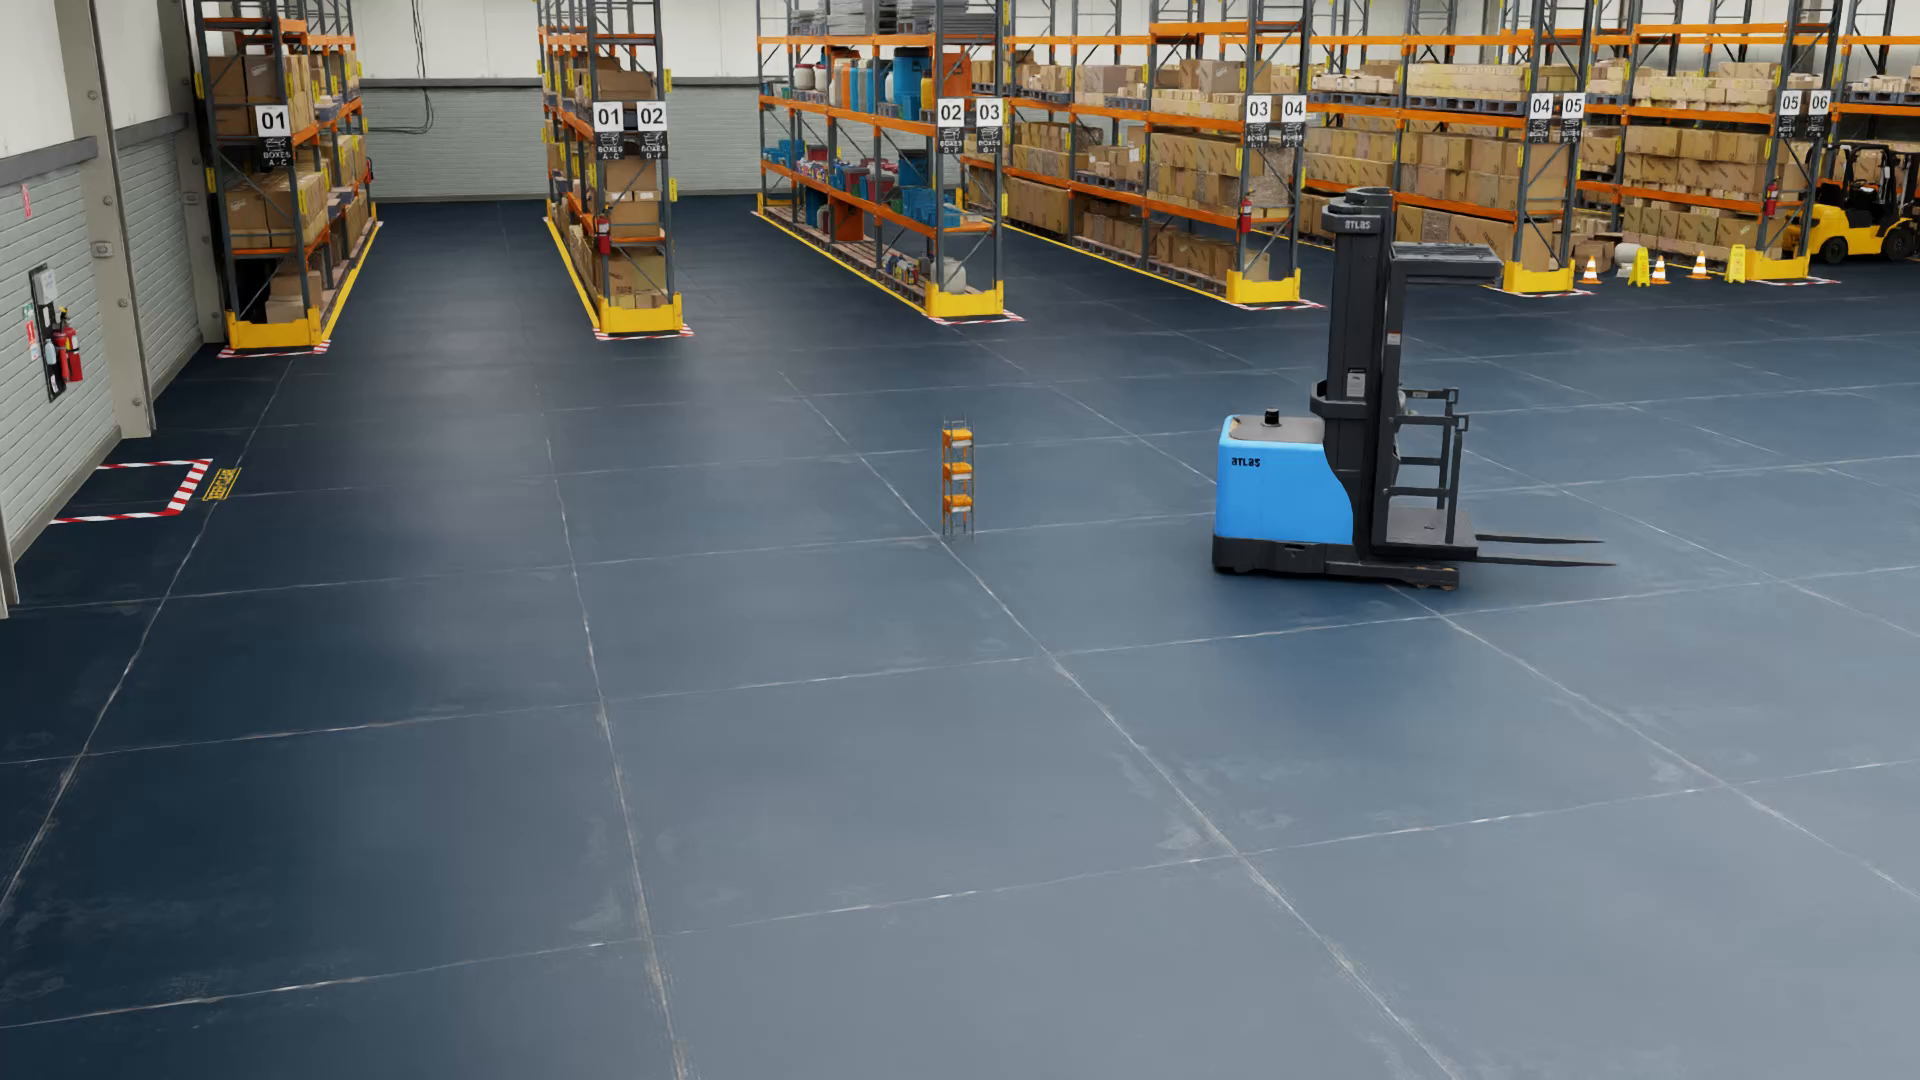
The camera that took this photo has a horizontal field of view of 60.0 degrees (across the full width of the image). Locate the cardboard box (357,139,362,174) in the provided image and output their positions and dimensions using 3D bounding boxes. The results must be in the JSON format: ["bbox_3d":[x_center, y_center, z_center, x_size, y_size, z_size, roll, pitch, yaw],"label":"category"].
[{"bbox_3d":[-13.226,-8.121,35.251,0.980,0.700,0.700,-6,18,-18],"label":"cardboard box"}]

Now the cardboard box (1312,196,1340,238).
[{"bbox_3d":[7.820,-6.562,33.764,1.050,0.750,0.750,-4,17,-14],"label":"cardboard box"}]

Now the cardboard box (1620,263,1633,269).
[{"bbox_3d":[12.124,-4.899,30.004,0.380,0.149,0.250,4,17,13],"label":"cardboard box"}]

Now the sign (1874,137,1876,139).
[{"bbox_3d":[18.632,-8.059,33.924,0.100,0.325,0.005,-5,17,-15],"label":"sign"}]

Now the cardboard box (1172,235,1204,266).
[{"bbox_3d":[4.035,-5.117,29.389,0.500,0.500,0.500,1,17,2],"label":"cardboard box"}]

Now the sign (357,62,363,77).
[{"bbox_3d":[-13.262,-10.391,36.715,0.100,0.325,0.005,-5,17,-15],"label":"sign"}]

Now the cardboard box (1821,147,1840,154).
[{"bbox_3d":[17.791,-7.997,34.060,0.380,0.149,0.250,-4,17,-13],"label":"cardboard box"}]

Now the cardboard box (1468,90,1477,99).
[{"bbox_3d":[8.929,-7.625,28.440,0.380,0.149,0.250,-5,17,-15],"label":"cardboard box"}]

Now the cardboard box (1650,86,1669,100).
[{"bbox_3d":[13.335,-8.390,31.200,0.500,0.250,0.500,-5,17,-16],"label":"cardboard box"}]

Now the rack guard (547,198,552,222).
[{"bbox_3d":[-9.004,-7.704,38.730,1.175,0.500,0.348,-5,17,-15],"label":"rack guard"}]

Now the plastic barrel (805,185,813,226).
[{"bbox_3d":[-3.029,-7.251,35.793,0.600,0.901,0.708,-5,17,-15],"label":"plastic barrel"}]

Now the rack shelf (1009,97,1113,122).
[{"bbox_3d":[2.149,-9.137,35.191,1.077,0.370,4.000,-5,17,-15],"label":"rack shelf"}]

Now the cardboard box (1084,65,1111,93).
[{"bbox_3d":[2.717,-8.924,32.191,0.500,0.500,0.500,-5,17,-15],"label":"cardboard box"}]

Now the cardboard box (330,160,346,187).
[{"bbox_3d":[-11.476,-6.671,30.221,0.500,0.500,0.500,-4,17,-14],"label":"cardboard box"}]

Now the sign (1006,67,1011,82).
[{"bbox_3d":[1.067,-10.276,36.696,0.100,0.325,0.005,-5,17,-15],"label":"sign"}]

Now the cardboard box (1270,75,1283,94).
[{"bbox_3d":[6.945,-9.615,35.360,0.500,0.500,0.500,-5,17,-15],"label":"cardboard box"}]

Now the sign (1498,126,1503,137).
[{"bbox_3d":[11.695,-8.785,35.970,0.100,0.325,0.005,-5,17,-15],"label":"sign"}]

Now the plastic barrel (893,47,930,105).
[{"bbox_3d":[-0.793,-7.587,27.182,0.600,0.901,0.708,-5,17,-15],"label":"plastic barrel"}]

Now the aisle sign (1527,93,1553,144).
[{"bbox_3d":[9.425,-6.844,27.005,0.394,0.787,0.004,-5,17,-15],"label":"aisle sign"}]

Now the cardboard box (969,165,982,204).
[{"bbox_3d":[0.753,-8.717,40.721,0.875,0.875,0.875,-5,17,-15],"label":"cardboard box"}]

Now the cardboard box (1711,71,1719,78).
[{"bbox_3d":[17.164,-10.490,37.497,0.380,0.149,0.250,-5,18,-17],"label":"cardboard box"}]

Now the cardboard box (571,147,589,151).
[{"bbox_3d":[-7.176,-7.392,32.441,0.700,0.500,0.500,-1,17,-5],"label":"cardboard box"}]

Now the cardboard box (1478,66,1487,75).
[{"bbox_3d":[8.998,-7.937,28.093,0.380,0.149,0.250,-5,17,-15],"label":"cardboard box"}]

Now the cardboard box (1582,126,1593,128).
[{"bbox_3d":[12.948,-8.547,34.642,0.380,0.149,0.250,-6,18,-18],"label":"cardboard box"}]

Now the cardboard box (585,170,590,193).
[{"bbox_3d":[-6.350,-6.294,29.518,0.500,0.500,0.500,-6,18,-18],"label":"cardboard box"}]

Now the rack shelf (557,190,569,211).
[{"bbox_3d":[-7.376,-6.918,33.019,1.077,0.370,4.000,-5,17,-15],"label":"rack shelf"}]

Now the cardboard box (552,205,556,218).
[{"bbox_3d":[-8.874,-7.366,37.276,0.500,0.250,0.500,-5,17,-15],"label":"cardboard box"}]

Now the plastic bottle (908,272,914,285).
[{"bbox_3d":[-0.791,-4.231,26.922,0.097,0.201,0.097,0,17,0],"label":"plastic bottle"}]

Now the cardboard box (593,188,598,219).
[{"bbox_3d":[-5.448,-5.383,26.485,0.700,0.500,0.500,-5,17,-16],"label":"cardboard box"}]

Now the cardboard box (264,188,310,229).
[{"bbox_3d":[-9.232,-4.556,22.829,0.500,0.500,0.500,-5,17,-15],"label":"cardboard box"}]

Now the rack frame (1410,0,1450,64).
[{"bbox_3d":[11.128,-12.254,39.106,1.000,3.000,0.127,-5,17,-15],"label":"rack frame"}]

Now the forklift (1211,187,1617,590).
[{"bbox_3d":[3.554,-1.190,12.819,3.031,2.935,1.130,3,17,11],"label":"forklift"}]

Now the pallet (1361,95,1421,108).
[{"bbox_3d":[8.296,-8.344,31.634,0.805,0.209,1.217,-5,18,-17],"label":"pallet"}]

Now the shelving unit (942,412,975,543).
[{"bbox_3d":[-0.015,-0.518,13.850,0.215,1.050,0.252,-5,17,-15],"label":"shelving unit"}]

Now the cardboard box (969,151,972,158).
[{"bbox_3d":[0.423,-9.318,40.195,0.380,0.149,0.250,-5,17,-17],"label":"cardboard box"}]

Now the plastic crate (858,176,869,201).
[{"bbox_3d":[-1.566,-6.266,29.626,0.392,0.384,0.575,-5,17,-15],"label":"plastic crate"}]

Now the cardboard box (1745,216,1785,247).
[{"bbox_3d":[14.463,-5.557,29.983,0.500,0.500,0.500,-5,18,-17],"label":"cardboard box"}]

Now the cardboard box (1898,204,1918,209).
[{"bbox_3d":[18.345,-6.342,32.161,0.500,0.250,0.500,-5,17,-16],"label":"cardboard box"}]

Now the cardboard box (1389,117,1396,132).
[{"bbox_3d":[10.733,-10.017,40.173,0.500,0.500,0.500,-5,17,-16],"label":"cardboard box"}]

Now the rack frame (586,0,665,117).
[{"bbox_3d":[-4.628,-7.369,22.844,1.000,3.000,0.127,-5,17,-15],"label":"rack frame"}]

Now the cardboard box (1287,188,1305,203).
[{"bbox_3d":[7.056,-7.387,35.642,0.500,0.250,0.500,-5,17,-17],"label":"cardboard box"}]

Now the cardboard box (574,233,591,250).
[{"bbox_3d":[-6.533,-5.266,29.343,0.500,0.311,0.500,-5,17,-16],"label":"cardboard box"}]

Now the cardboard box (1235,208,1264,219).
[{"bbox_3d":[4.621,-5.221,26.555,0.380,0.149,0.250,-5,17,-15],"label":"cardboard box"}]

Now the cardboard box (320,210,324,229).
[{"bbox_3d":[-9.786,-4.764,24.825,0.500,0.250,0.500,-5,17,-16],"label":"cardboard box"}]

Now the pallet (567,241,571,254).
[{"bbox_3d":[-7.327,-5.920,33.293,1.003,0.211,1.213,-5,17,-15],"label":"pallet"}]

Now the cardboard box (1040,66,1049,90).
[{"bbox_3d":[2.117,-9.742,35.046,0.797,0.503,0.637,-5,17,-16],"label":"cardboard box"}]

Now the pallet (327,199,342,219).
[{"bbox_3d":[-10.560,-5.341,26.852,1.003,0.211,1.213,-5,17,-15],"label":"pallet"}]

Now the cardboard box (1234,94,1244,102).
[{"bbox_3d":[4.563,-6.968,26.287,0.380,0.149,0.250,-5,18,-17],"label":"cardboard box"}]

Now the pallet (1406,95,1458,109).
[{"bbox_3d":[8.810,-7.916,30.031,1.003,0.211,1.213,-5,17,-15],"label":"pallet"}]

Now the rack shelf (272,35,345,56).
[{"bbox_3d":[-12.138,-9.207,30.906,1.077,0.370,4.000,-5,17,-15],"label":"rack shelf"}]

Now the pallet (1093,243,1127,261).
[{"bbox_3d":[3.244,-5.603,32.237,1.003,0.211,1.213,-5,17,-15],"label":"pallet"}]

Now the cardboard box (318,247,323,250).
[{"bbox_3d":[-10.898,-4.565,27.515,0.700,0.500,0.500,-5,17,-16],"label":"cardboard box"}]

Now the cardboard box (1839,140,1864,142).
[{"bbox_3d":[17.901,-7.951,33.390,0.380,0.149,0.250,-4,17,-14],"label":"cardboard box"}]

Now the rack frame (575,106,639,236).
[{"bbox_3d":[-5.728,-5.603,27.390,1.000,3.000,0.127,-5,17,-15],"label":"rack frame"}]

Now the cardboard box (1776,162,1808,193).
[{"bbox_3d":[14.563,-6.405,29.371,0.500,0.500,0.500,-5,17,-16],"label":"cardboard box"}]
